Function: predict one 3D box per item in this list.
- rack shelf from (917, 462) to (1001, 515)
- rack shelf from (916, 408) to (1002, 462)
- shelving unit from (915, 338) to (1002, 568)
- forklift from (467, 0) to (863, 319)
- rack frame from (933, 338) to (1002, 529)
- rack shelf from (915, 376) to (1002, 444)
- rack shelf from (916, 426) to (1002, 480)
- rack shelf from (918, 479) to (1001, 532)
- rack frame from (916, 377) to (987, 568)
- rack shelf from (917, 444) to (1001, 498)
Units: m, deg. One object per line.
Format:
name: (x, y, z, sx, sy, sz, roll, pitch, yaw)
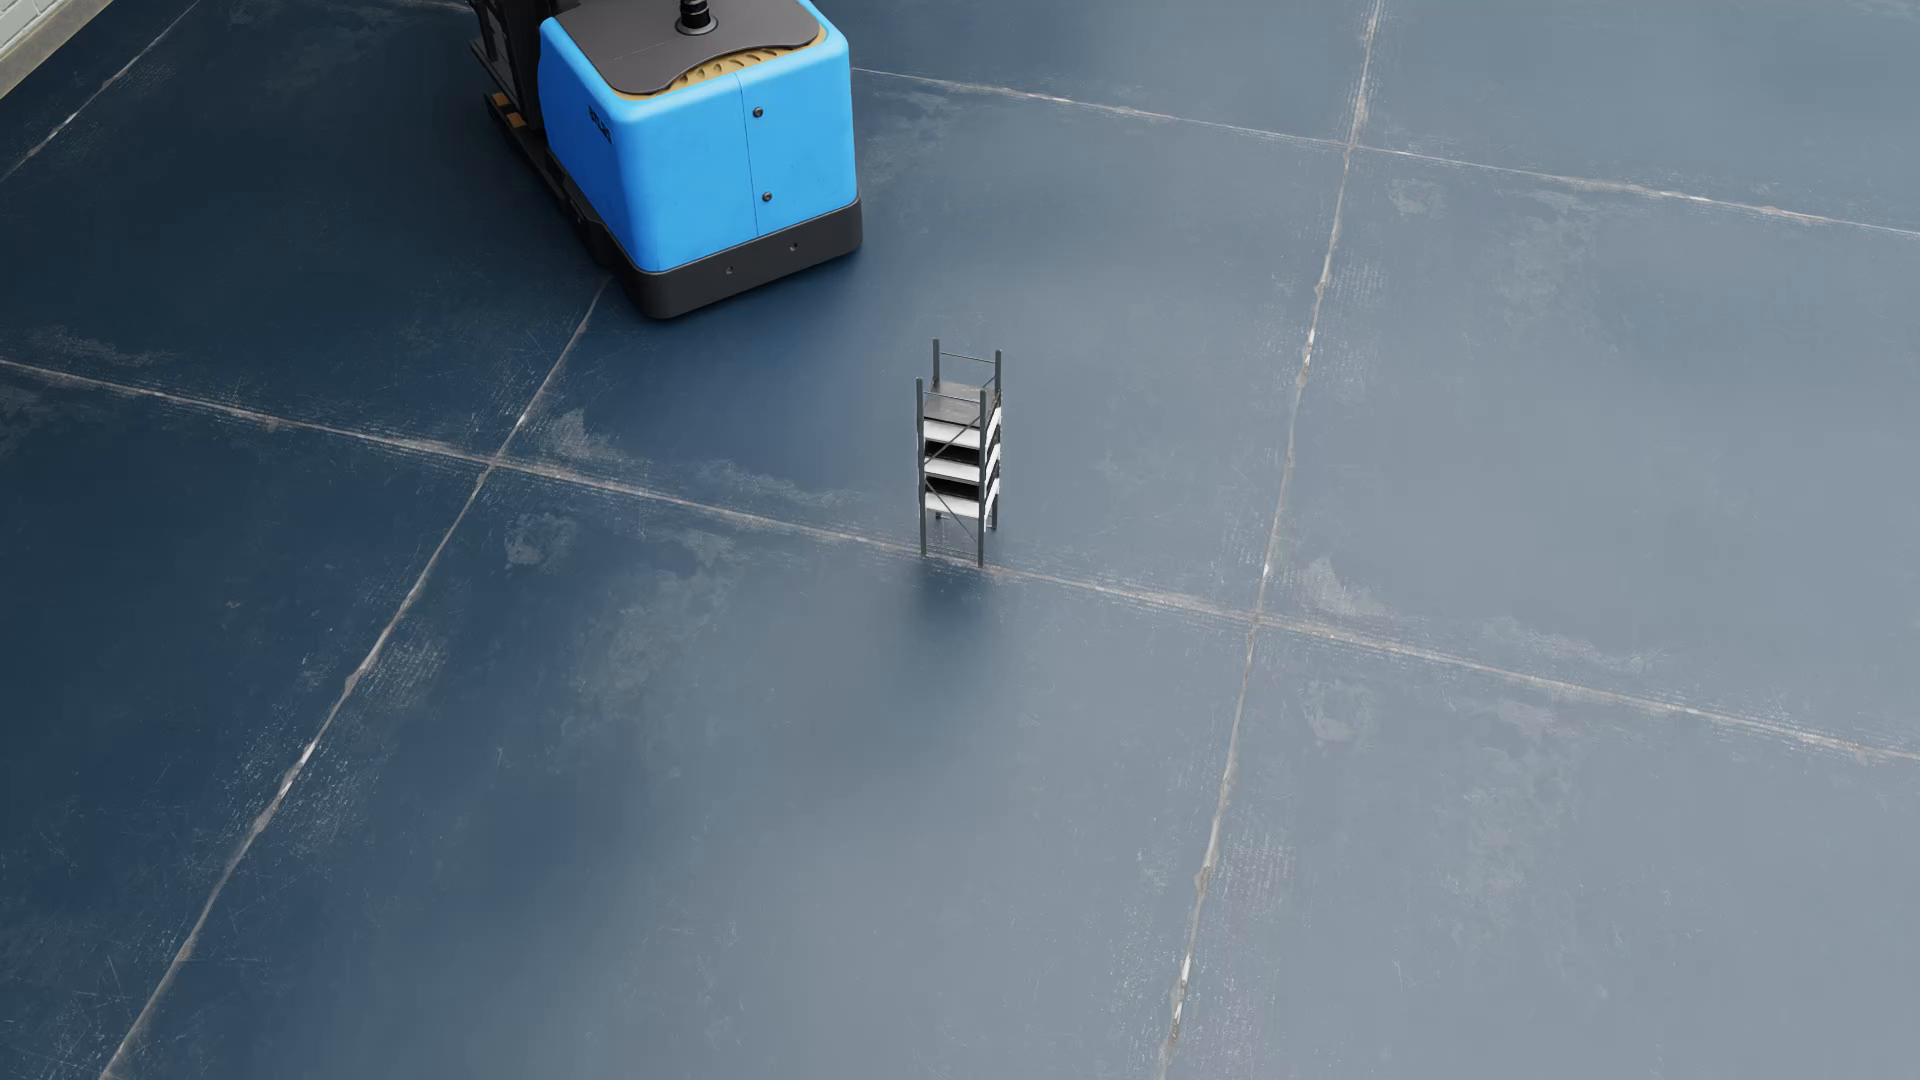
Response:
rack shelf: (-0.002, -0.210, 6.000, 0.258, 0.077, 0.200, 12, 50, 10)
rack shelf: (-0.002, -0.389, 5.797, 0.258, 0.077, 0.200, 12, 50, 10)
shelving unit: (-0.002, -0.292, 5.907, 0.258, 0.900, 0.210, 12, 50, 10)
forklift: (-1.615, -2.995, 6.938, 1.130, 2.935, 3.031, -24, 53, -20)
rack frame: (0.025, -0.365, 5.972, 0.240, 0.900, 0.006, 12, 50, 10)
rack shelf: (-0.002, -0.449, 5.730, 0.258, 0.077, 0.200, 12, 50, 10)
rack shelf: (-0.002, -0.329, 5.865, 0.258, 0.077, 0.200, 12, 50, 10)
rack shelf: (-0.002, -0.151, 6.067, 0.258, 0.077, 0.200, 12, 50, 10)
rack frame: (-0.029, -0.218, 5.843, 0.240, 0.900, 0.006, 12, 50, 10)
rack shelf: (-0.002, -0.270, 5.932, 0.258, 0.077, 0.200, 12, 50, 10)
